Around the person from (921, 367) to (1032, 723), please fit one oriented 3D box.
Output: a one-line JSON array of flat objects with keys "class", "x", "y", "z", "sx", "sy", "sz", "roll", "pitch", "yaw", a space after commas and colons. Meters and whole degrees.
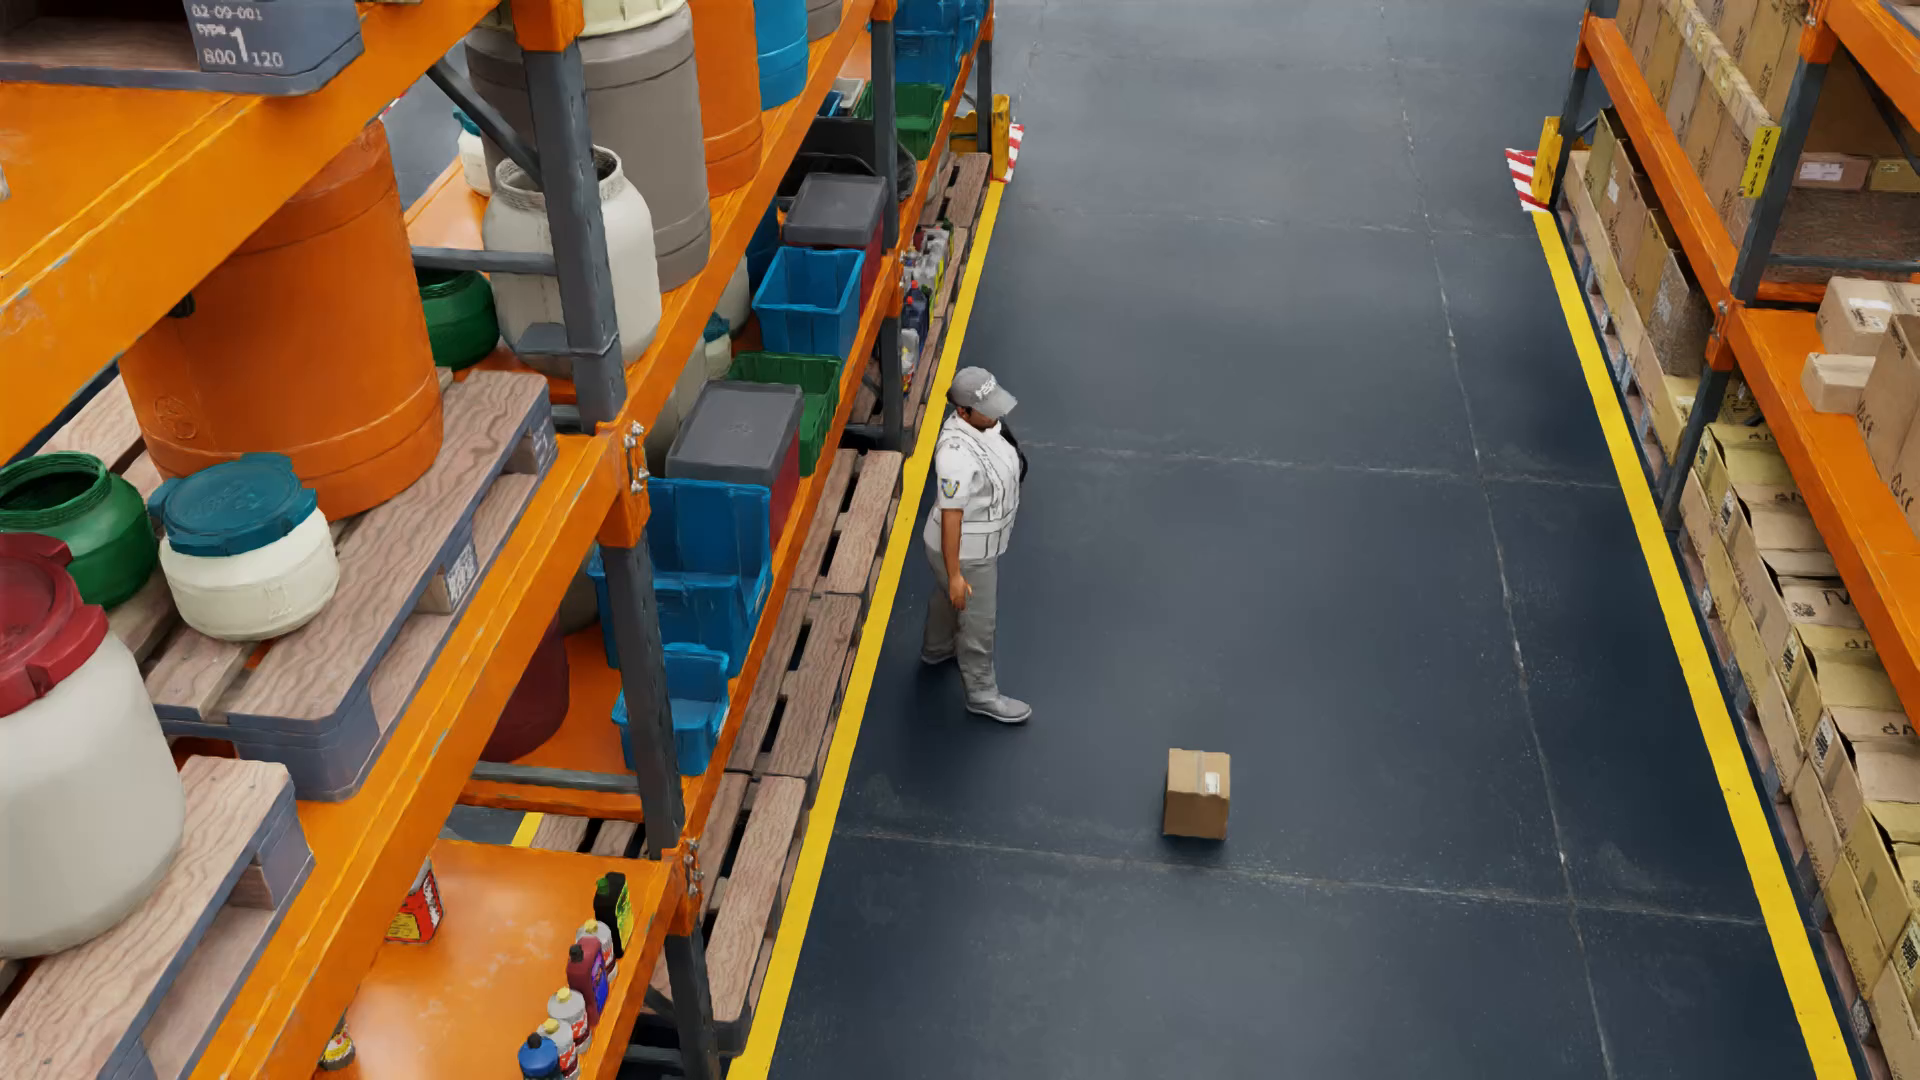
[{"class": "person", "x": 0.070, "y": 0.003, "z": 7.009, "sx": 0.564, "sy": 1.652, "sz": 0.672, "roll": 8, "pitch": 37, "yaw": 10}]
